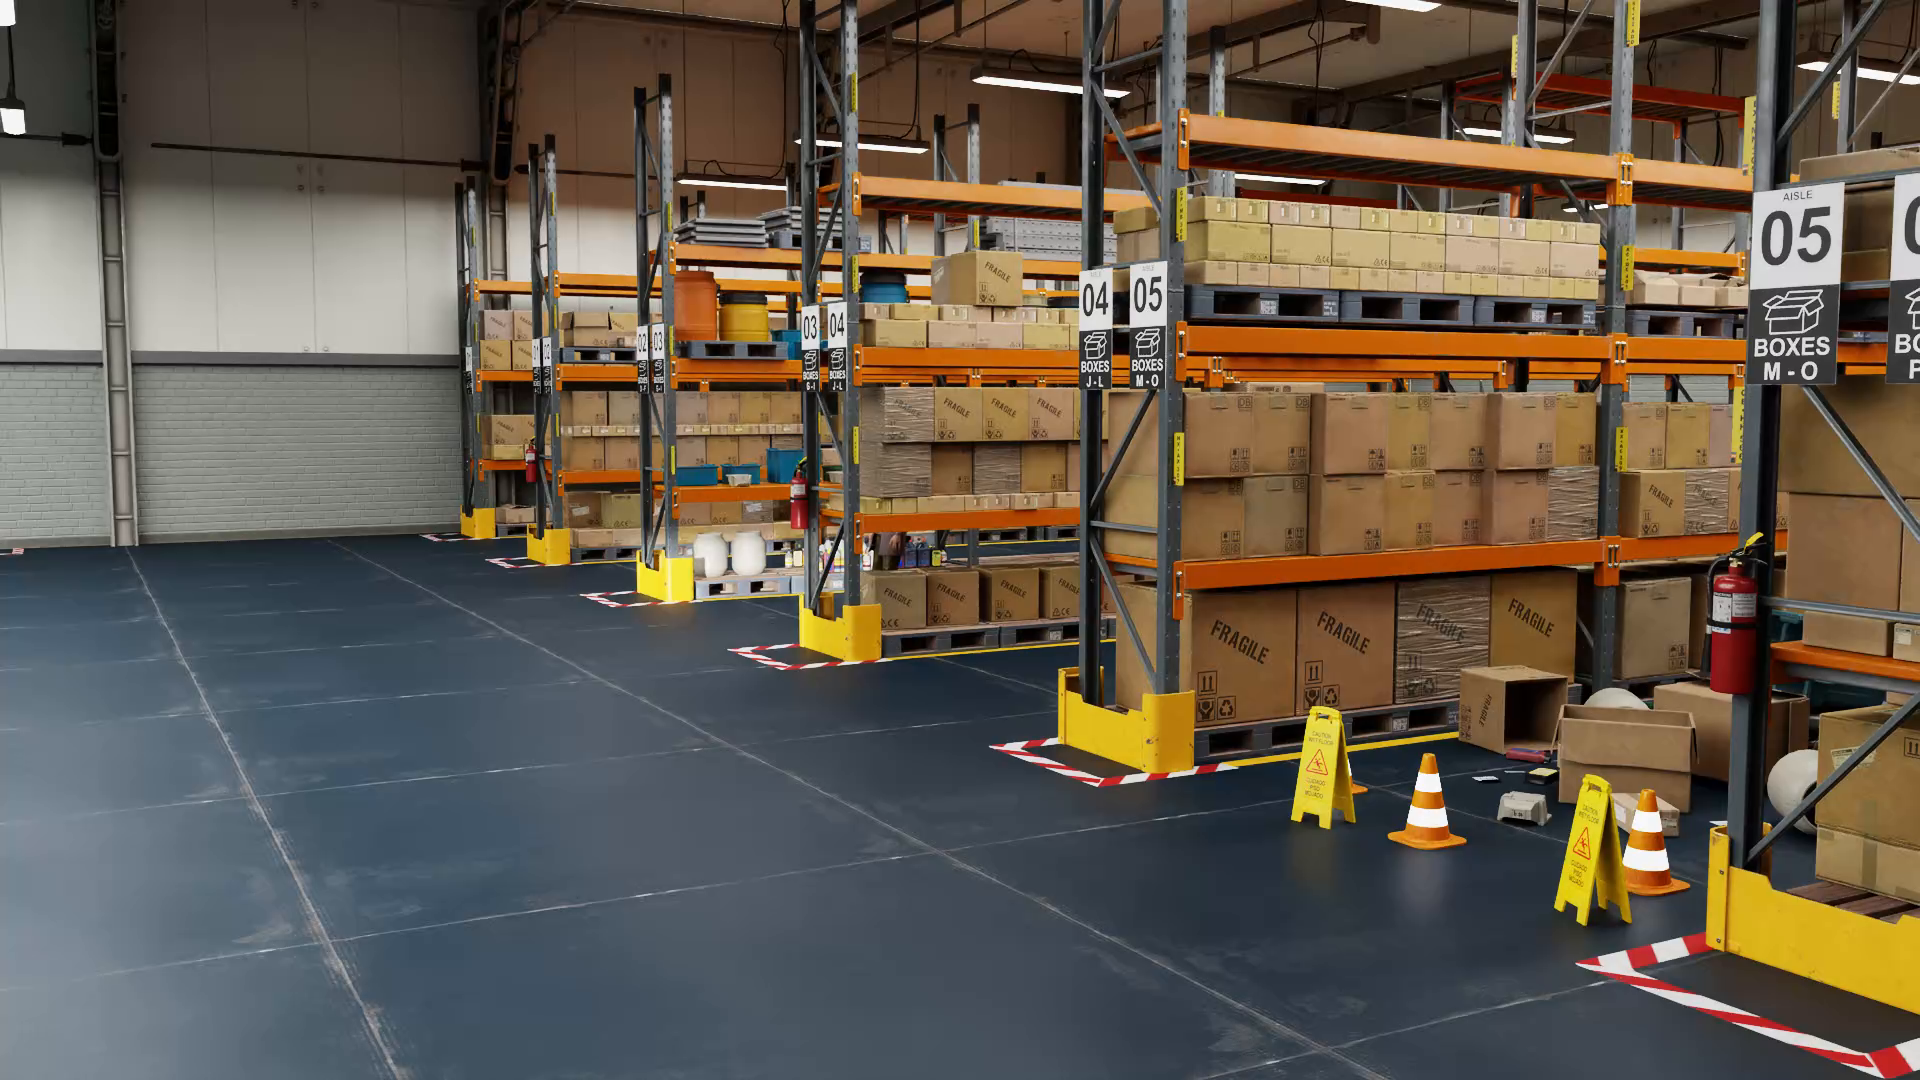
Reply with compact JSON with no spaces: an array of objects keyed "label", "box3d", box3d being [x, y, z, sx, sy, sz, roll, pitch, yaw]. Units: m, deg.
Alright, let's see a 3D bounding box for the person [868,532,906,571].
[{"label":"person","box3d":[-0.781,-0.058,17.856,0.420,1.774,0.643,-3,6,-29]}]
